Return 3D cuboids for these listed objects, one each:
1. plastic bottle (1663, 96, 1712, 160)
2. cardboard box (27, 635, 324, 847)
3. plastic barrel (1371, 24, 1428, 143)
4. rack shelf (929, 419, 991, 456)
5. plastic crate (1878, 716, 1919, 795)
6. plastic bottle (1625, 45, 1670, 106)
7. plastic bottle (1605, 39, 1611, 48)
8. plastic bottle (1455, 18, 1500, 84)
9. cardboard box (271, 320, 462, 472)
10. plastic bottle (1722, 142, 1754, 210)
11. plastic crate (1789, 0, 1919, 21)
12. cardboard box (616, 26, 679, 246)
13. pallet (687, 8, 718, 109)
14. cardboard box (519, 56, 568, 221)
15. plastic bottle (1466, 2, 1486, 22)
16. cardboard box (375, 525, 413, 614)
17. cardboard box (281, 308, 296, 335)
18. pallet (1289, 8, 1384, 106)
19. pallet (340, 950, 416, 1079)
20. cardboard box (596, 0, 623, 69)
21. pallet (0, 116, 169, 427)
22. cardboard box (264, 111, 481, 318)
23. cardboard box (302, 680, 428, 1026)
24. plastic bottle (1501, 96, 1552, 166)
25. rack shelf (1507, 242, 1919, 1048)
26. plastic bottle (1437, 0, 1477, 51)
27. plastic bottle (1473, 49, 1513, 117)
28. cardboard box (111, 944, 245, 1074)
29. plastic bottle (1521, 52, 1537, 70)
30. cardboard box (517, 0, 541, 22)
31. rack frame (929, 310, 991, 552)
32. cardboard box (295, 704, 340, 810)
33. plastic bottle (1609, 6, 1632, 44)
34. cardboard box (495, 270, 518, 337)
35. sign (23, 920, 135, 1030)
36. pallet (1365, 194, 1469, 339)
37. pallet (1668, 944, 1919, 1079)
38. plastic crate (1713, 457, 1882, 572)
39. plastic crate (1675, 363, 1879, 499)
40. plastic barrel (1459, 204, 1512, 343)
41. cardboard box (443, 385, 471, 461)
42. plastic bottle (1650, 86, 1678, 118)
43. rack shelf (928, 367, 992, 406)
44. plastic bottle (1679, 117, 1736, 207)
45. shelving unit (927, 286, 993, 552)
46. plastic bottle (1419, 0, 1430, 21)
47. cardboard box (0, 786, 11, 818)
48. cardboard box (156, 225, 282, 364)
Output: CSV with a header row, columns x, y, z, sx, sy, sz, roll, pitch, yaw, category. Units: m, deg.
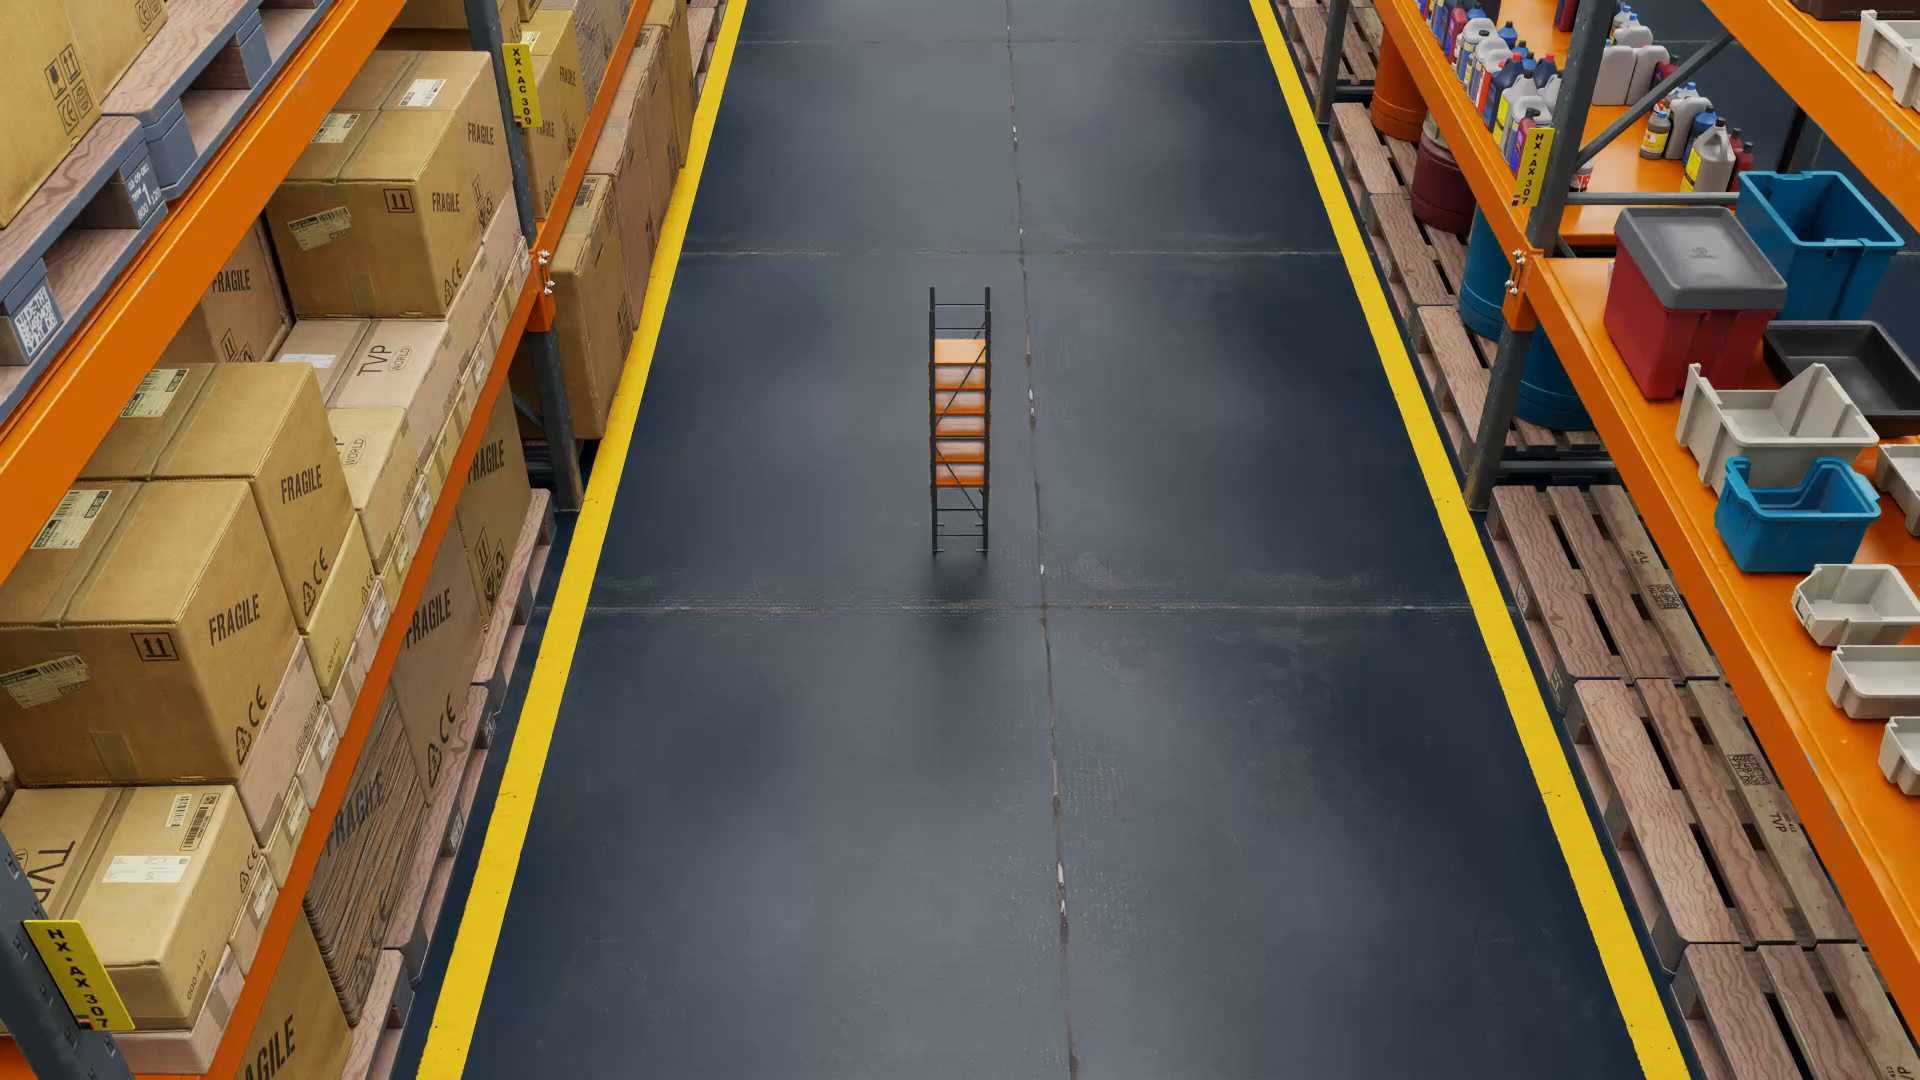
x,y,z,sx,sy,sz,roll,pitch,yaw,category
3.143,-1.799,7.196,0.152,0.276,0.135,0,39,0,plastic bottle
-1.923,0.493,4.118,0.500,0.250,0.500,0,39,-1,cardboard box
2.776,-2.842,9.797,0.600,0.830,0.708,0,39,0,plastic barrel
0.000,-0.443,6.914,0.258,0.103,0.180,0,39,0,rack shelf
2.600,0.561,4.314,0.396,0.136,0.243,0,39,0,plastic crate
3.142,-2.149,7.633,0.152,0.276,0.135,0,39,0,plastic bottle
3.018,-2.254,7.822,0.097,0.201,0.097,0,39,0,plastic bottle
2.438,-2.300,7.820,0.152,0.276,0.135,0,39,0,plastic bottle
-1.923,-0.464,5.313,0.500,0.250,0.500,1,39,1,cardboard box
3.189,-1.513,6.833,0.061,0.283,0.133,0,39,0,plastic bottle
2.490,-1.672,4.643,0.497,0.269,0.590,0,39,0,plastic crate
-2.221,-2.173,8.926,1.225,0.875,0.875,0,39,0,cardboard box
-2.194,-3.227,11.109,1.003,0.211,1.213,0,39,0,pallet
-1.940,-1.652,6.833,0.500,0.500,0.500,0,39,0,cardboard box
2.471,-2.454,8.017,0.097,0.271,0.097,0,39,0,plastic bottle
-1.859,0.090,4.940,0.380,0.149,0.250,-1,39,-1,cardboard box
-2.456,-0.778,5.704,0.500,0.250,0.500,0,39,0,cardboard box
2.796,-3.227,11.108,1.003,0.211,1.213,0,39,0,pallet
-2.264,1.764,4.880,1.003,0.211,1.213,0,39,0,pallet
-1.948,-2.603,8.019,0.500,0.500,0.500,1,39,1,cardboard box
-2.197,-0.424,3.053,1.003,0.211,1.213,0,39,0,pallet
-1.925,-1.075,5.475,0.500,0.500,0.500,0,39,0,cardboard box
-2.267,0.872,5.127,0.875,0.875,0.875,0,39,0,cardboard box
2.439,-1.755,7.141,0.152,0.276,0.135,0,39,0,plastic bottle
2.765,0.202,5.174,1.077,0.370,4.000,0,39,0,rack shelf
2.434,-2.573,8.102,0.144,0.351,0.185,0,39,0,plastic bottle
2.438,-2.071,7.534,0.152,0.276,0.135,0,39,0,plastic bottle
-1.856,1.052,3.740,0.380,0.149,0.250,0,39,0,cardboard box
2.563,-2.081,7.551,0.097,0.271,0.097,0,39,0,plastic bottle
-2.188,-2.585,7.194,0.797,0.503,0.637,0,39,0,cardboard box
0.000,-0.420,6.815,0.240,1.200,0.006,0,39,0,rack frame
-1.859,0.568,4.343,0.380,0.149,0.250,-1,39,-1,cardboard box
3.169,-2.426,7.982,0.097,0.271,0.097,0,39,0,plastic bottle
-1.861,-0.876,6.145,0.380,0.149,0.250,1,39,1,cardboard box
-1.630,0.811,3.084,0.100,0.325,0.005,0,39,0,sign
2.800,-1.488,8.938,1.003,0.211,1.213,0,39,0,pallet
2.806,1.745,4.904,1.003,0.211,1.213,0,39,0,pallet
2.509,-0.070,5.024,0.416,0.233,0.300,0,39,0,plastic crate
2.581,-0.351,5.336,0.437,0.282,0.530,0,39,0,plastic crate
2.779,-1.457,8.012,0.600,0.901,0.708,0,39,0,plastic barrel
-1.860,-0.393,5.543,0.380,0.149,0.250,1,39,1,cardboard box
3.170,-1.964,7.461,0.097,0.201,0.097,0,39,0,plastic bottle
0.000,-0.630,6.764,0.258,0.103,0.180,0,39,0,rack shelf
3.087,-1.555,6.832,0.144,0.351,0.185,0,39,0,plastic bottle
0.000,-0.477,6.886,0.258,1.200,0.189,0,39,0,shelving unit
2.391,-2.791,8.428,0.061,0.283,0.133,0,39,0,plastic bottle
-2.451,0.816,3.716,0.500,0.250,0.500,-1,39,-1,cardboard box
-2.447,-0.743,5.060,0.500,0.500,0.500,-1,39,-1,cardboard box
